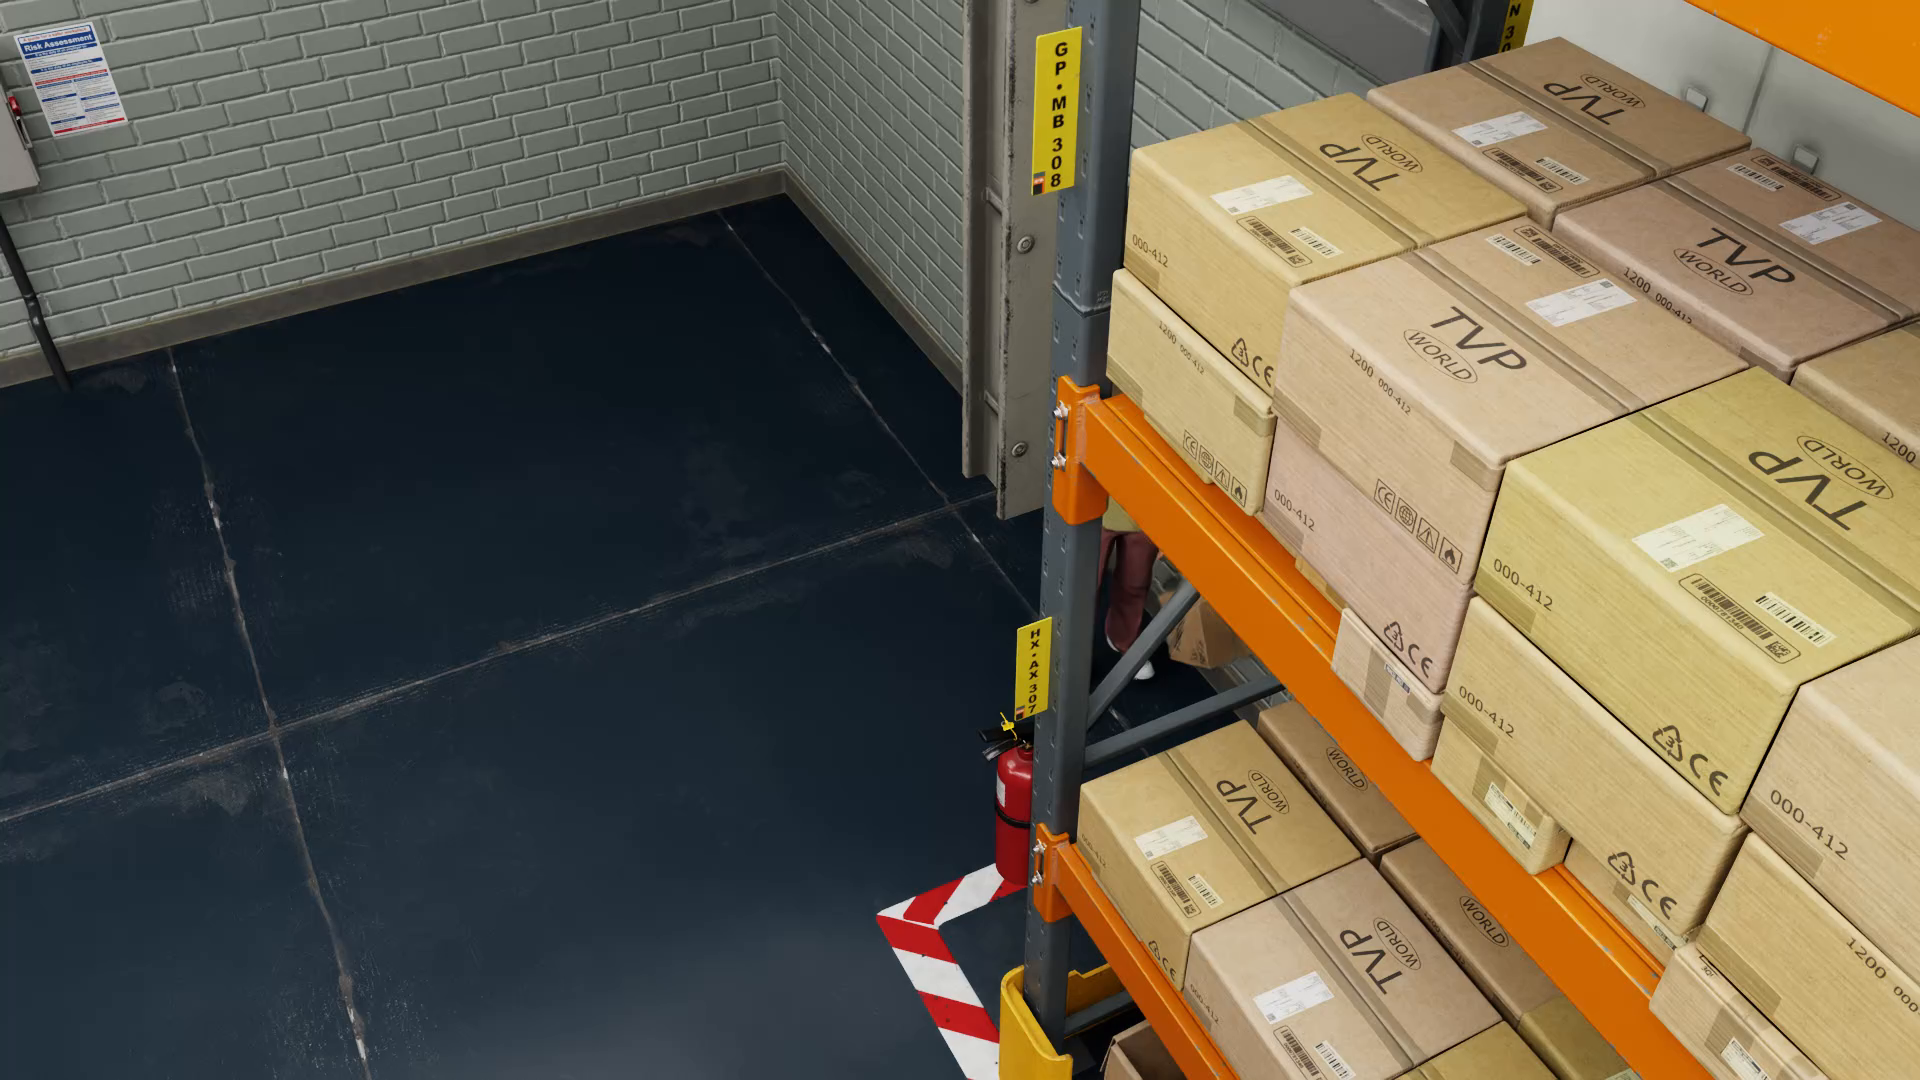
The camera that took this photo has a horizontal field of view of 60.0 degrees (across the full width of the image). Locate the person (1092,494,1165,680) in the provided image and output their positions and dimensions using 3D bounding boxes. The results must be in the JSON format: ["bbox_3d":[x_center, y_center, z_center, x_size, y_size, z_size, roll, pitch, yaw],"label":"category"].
[{"bbox_3d":[0.594,-0.053,6.212,0.514,1.665,0.559,3,41,3],"label":"person"}]
